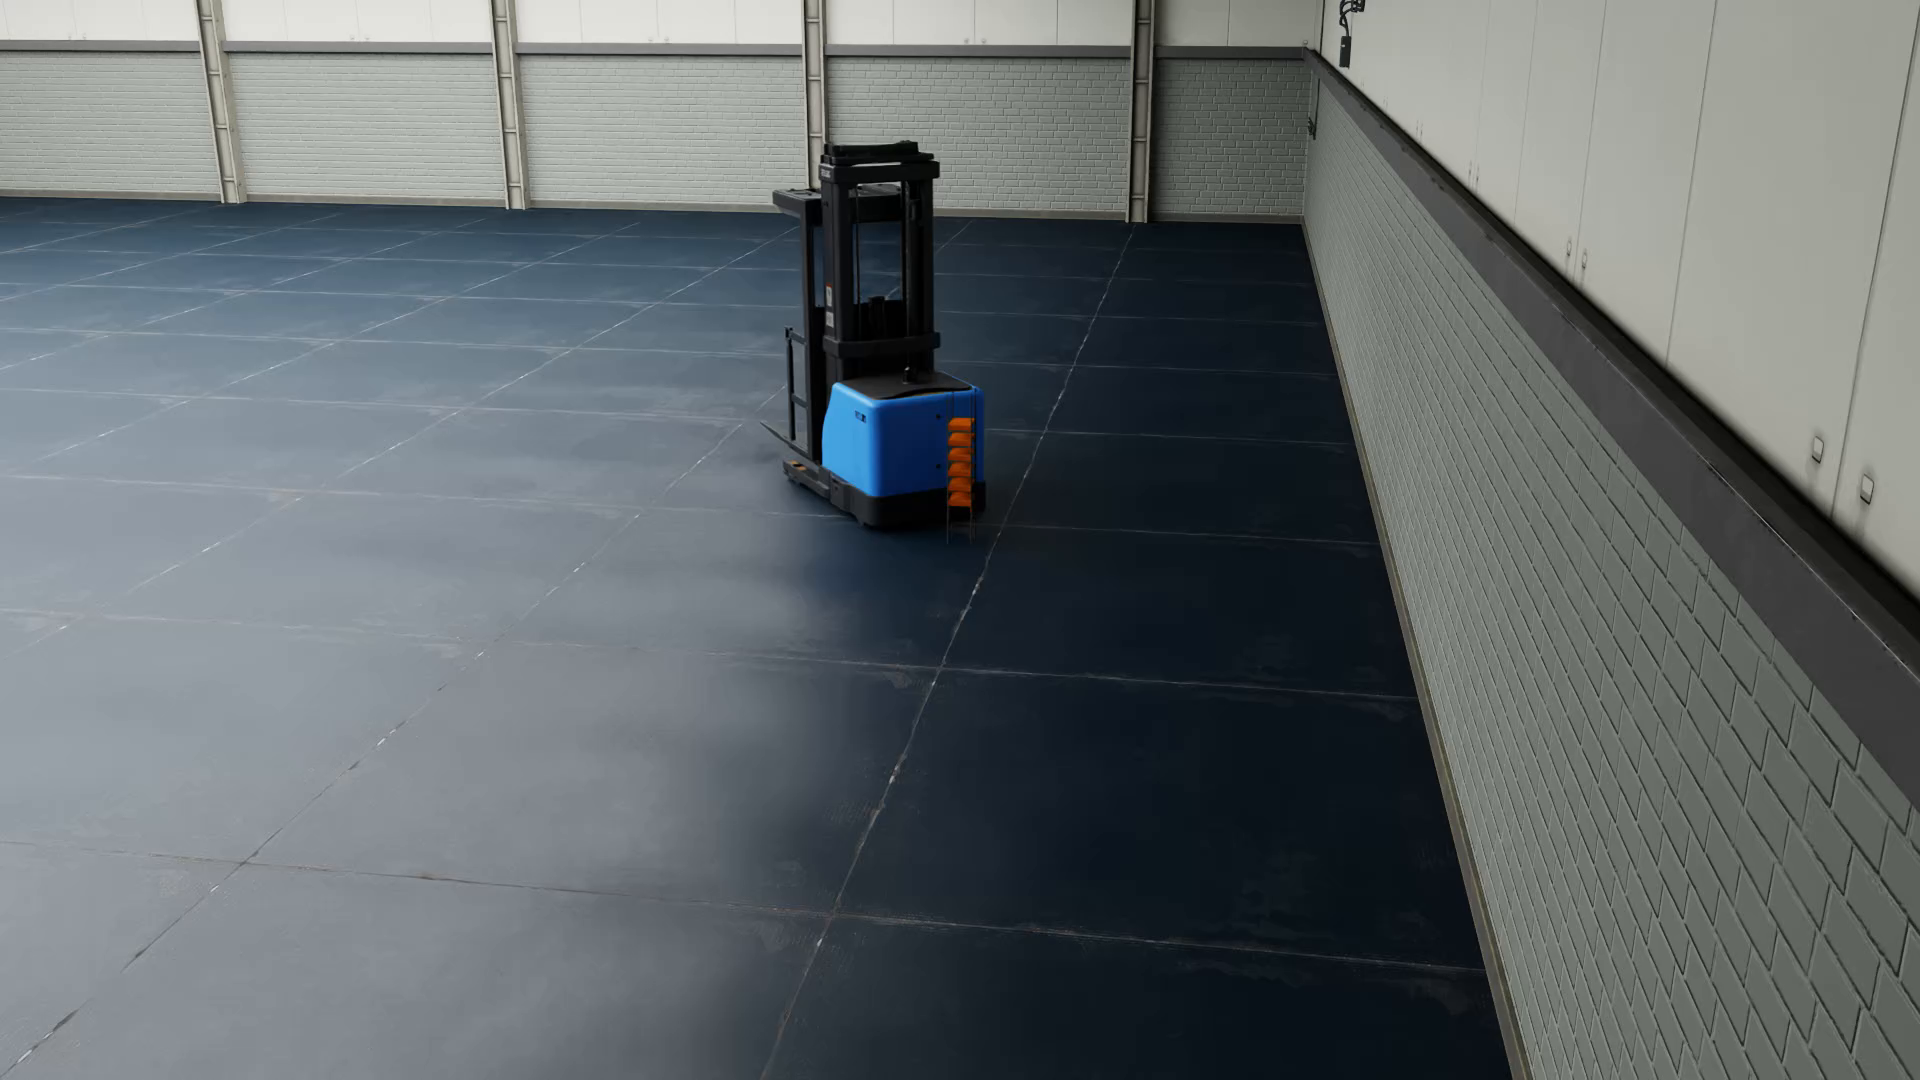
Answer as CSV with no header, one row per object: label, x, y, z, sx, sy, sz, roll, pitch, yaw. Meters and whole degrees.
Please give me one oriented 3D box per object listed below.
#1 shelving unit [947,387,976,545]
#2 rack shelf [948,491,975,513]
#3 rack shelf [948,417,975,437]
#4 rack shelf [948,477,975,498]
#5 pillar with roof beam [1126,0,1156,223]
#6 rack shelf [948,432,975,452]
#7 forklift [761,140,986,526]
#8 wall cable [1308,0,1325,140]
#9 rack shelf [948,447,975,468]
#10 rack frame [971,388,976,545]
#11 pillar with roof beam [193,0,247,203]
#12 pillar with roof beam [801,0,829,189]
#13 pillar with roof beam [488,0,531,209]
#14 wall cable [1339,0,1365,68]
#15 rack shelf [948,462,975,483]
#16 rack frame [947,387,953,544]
shelving unit,0.014,-0.568,12.878,0.189,1.200,0.258,3,19,9
rack shelf,0.014,-0.299,12.968,0.180,0.103,0.258,3,19,9
rack shelf,0.014,-0.868,12.777,0.180,0.103,0.258,3,19,9
rack shelf,0.014,-0.412,12.930,0.180,0.103,0.258,3,19,9
pillar with roof beam,2.571,-8.779,25.127,0.400,9.000,9.100,3,19,9
rack shelf,0.014,-0.754,12.816,0.180,0.103,0.258,3,19,9
forklift,-0.904,-1.922,14.196,1.130,2.935,3.031,-9,21,-25
wall cable,5.953,-8.093,27.969,0.112,2.526,3.097,3,19,9
rack shelf,0.014,-0.640,12.854,0.180,0.103,0.258,3,19,9
rack frame,0.105,-0.564,12.864,0.006,1.200,0.240,3,19,9
pillar with roof beam,-15.201,-9.685,27.834,0.400,9.000,9.100,3,19,9
pillar with roof beam,-3.353,-9.081,26.029,0.400,9.000,9.100,3,19,9
pillar with roof beam,-9.277,-9.383,26.932,0.400,9.000,9.100,3,19,9
wall cable,4.432,-8.205,18.050,0.169,6.003,2.305,3,19,9
rack shelf,0.014,-0.526,12.892,0.180,0.103,0.258,3,19,9
rack frame,-0.076,-0.573,12.891,0.006,1.200,0.240,3,19,9
